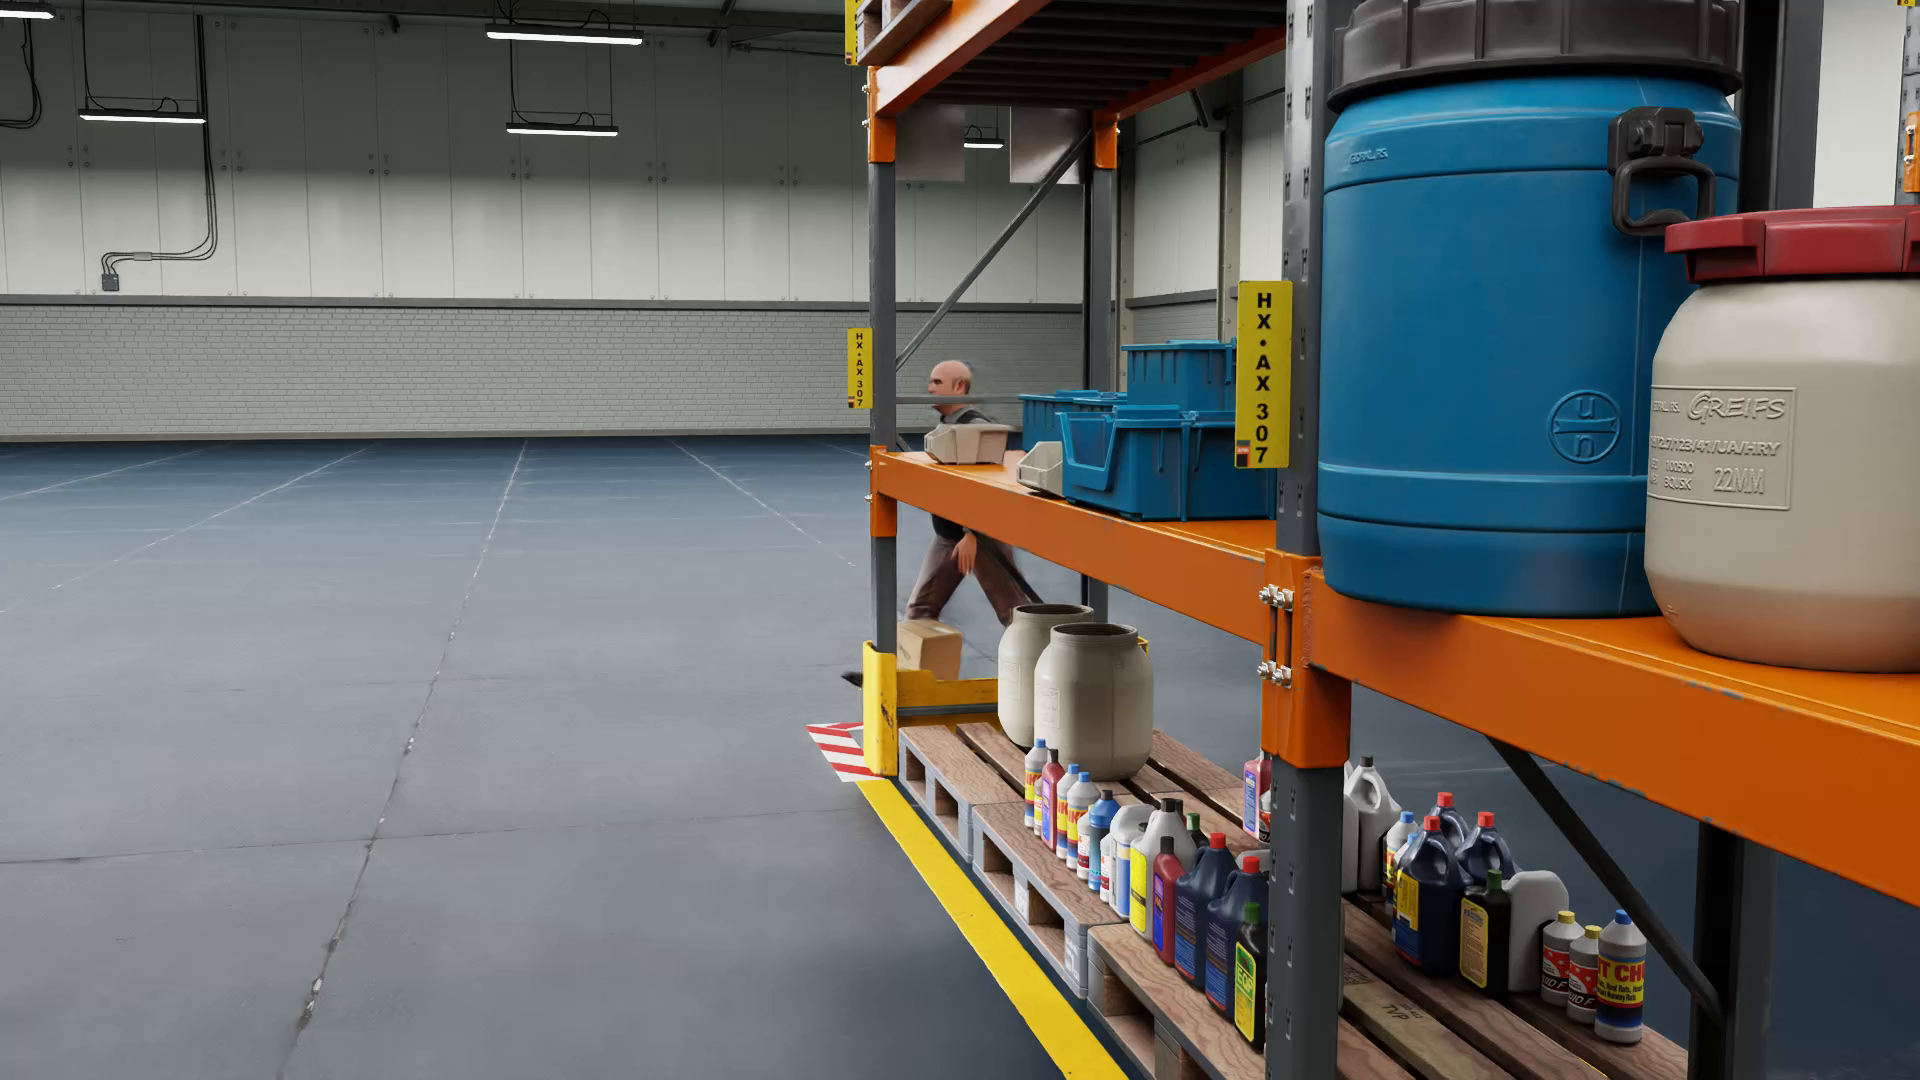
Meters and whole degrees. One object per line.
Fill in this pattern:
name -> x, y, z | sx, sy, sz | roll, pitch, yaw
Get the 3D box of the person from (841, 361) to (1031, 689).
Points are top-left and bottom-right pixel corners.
person -> 0.004, -0.033, 7.982 | 1.109, 1.647, 0.546 | -2, 6, -21
